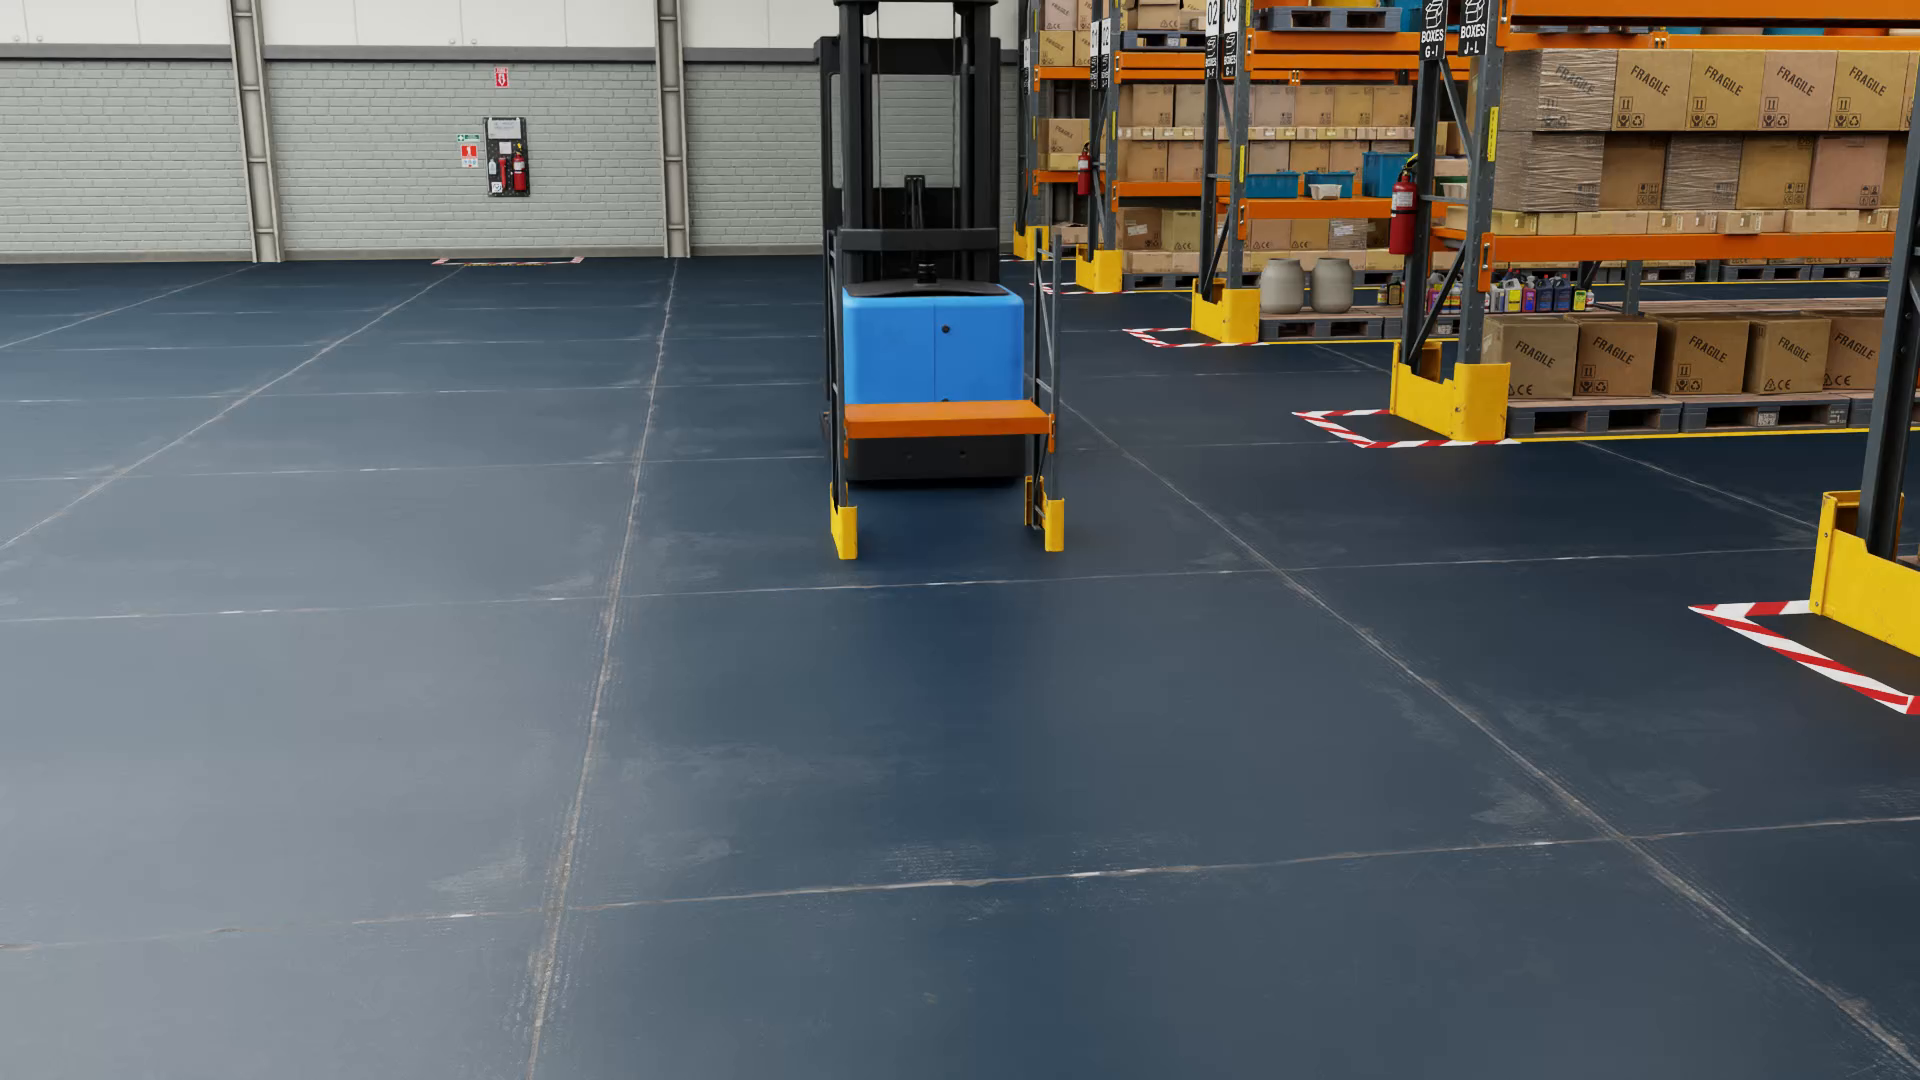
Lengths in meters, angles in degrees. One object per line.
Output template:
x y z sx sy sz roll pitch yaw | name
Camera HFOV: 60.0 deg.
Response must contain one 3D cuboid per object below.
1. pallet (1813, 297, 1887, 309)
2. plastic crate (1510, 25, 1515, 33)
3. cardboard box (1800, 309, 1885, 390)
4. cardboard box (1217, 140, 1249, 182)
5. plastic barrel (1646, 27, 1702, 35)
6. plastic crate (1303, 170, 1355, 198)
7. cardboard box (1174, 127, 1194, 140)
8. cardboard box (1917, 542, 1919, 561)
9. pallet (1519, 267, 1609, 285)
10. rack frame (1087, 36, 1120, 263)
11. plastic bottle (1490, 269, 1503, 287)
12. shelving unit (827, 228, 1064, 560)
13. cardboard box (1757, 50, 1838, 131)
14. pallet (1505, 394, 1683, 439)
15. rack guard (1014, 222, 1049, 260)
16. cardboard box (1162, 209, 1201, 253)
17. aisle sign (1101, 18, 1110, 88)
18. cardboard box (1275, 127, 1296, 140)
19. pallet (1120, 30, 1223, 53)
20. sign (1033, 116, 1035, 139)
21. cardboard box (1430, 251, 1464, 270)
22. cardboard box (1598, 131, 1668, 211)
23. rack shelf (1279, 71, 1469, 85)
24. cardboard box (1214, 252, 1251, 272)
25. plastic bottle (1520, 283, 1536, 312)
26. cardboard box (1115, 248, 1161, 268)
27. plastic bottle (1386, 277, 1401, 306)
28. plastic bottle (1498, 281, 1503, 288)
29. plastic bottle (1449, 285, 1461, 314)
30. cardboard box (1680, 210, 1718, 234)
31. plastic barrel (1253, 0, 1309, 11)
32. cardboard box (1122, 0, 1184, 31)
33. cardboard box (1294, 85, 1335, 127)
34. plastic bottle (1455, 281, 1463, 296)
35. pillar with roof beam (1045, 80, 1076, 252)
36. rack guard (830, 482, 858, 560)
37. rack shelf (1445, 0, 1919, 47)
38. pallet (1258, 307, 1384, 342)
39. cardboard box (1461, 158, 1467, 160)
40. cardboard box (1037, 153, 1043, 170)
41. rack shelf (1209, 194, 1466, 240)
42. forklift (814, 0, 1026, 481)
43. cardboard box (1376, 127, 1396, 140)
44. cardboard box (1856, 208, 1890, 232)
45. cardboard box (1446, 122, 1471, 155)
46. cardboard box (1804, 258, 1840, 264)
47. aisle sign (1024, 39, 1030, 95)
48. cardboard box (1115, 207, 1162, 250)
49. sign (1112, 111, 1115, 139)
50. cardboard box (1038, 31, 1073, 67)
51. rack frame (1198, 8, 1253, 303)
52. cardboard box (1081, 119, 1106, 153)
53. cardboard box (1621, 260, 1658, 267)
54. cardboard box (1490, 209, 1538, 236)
9.629 -2.343 17.130 1.213 0.211 1.003 -2 14 -8 | pallet
4.918 -4.741 15.335 0.396 0.136 0.243 -2 14 -8 | plastic crate
6.216 -1.342 11.681 0.500 0.500 0.500 2 14 10 | cardboard box
3.230 -4.715 20.651 0.500 0.500 0.700 -2 14 -8 | cardboard box
6.916 -5.338 16.144 0.708 0.901 0.600 -2 14 -8 | plastic barrel
3.583 -3.465 16.176 0.408 0.251 0.499 -2 14 -8 | plastic crate
2.683 -4.960 20.296 0.250 0.149 0.380 -2 14 -8 | cardboard box
4.527 -0.250 6.556 0.875 0.875 0.875 -2 14 -8 | cardboard box
7.643 -3.490 21.702 1.213 0.211 1.003 -2 14 -8 | pallet
1.756 -4.616 20.461 0.127 3.000 1.000 -2 14 -8 | rack frame
5.399 -2.562 16.811 0.185 0.351 0.144 -3 14 -11 | plastic bottle
-0.075 -0.725 8.028 1.083 1.500 0.587 -2 14 -8 | shelving unit
5.295 -2.920 10.825 0.500 0.500 0.500 -2 14 -8 | cardboard box
4.111 -0.904 11.393 1.213 0.211 1.003 -2 14 -8 | pallet
1.089 -4.598 25.527 0.348 0.500 1.175 -2 14 -8 | rack guard
2.813 -3.834 20.592 0.500 0.500 0.500 -2 14 -8 | cardboard box
1.736 -5.801 19.842 0.004 0.787 0.394 -2 14 -8 | aisle sign
3.956 -5.007 20.480 0.250 0.149 0.380 -2 14 -6 | cardboard box
2.459 -6.047 20.185 1.213 0.211 1.003 -2 14 -8 | pallet
1.095 -6.097 24.586 0.005 0.325 0.100 -2 14 -8 | sign
6.147 -3.586 21.143 0.500 0.250 0.500 -2 14 -10 | cardboard box
4.252 -2.486 11.151 0.500 0.500 0.875 -2 14 -8 | cardboard box
6.947 -7.131 25.802 4.000 0.370 1.077 -2 14 -8 | rack shelf
3.307 -3.489 20.757 0.500 0.250 0.500 -2 14 -8 | cardboard box
5.507 -2.350 16.104 0.133 0.283 0.061 -1 14 -5 | plastic bottle
2.242 -3.576 21.106 0.500 0.250 0.500 -2 14 -8 | cardboard box
4.353 -2.501 16.707 0.133 0.283 0.061 -2 14 -7 | plastic bottle
5.301 -2.378 16.216 0.133 0.283 0.061 -2 14 -8 | plastic bottle
4.767 -2.321 16.015 0.097 0.271 0.097 0 14 0 | plastic bottle
4.780 -2.111 10.989 0.250 0.149 0.380 -2 14 -8 | cardboard box
2.951 -5.339 15.434 0.708 0.830 0.600 -2 14 -8 | plastic barrel
2.324 -6.412 20.095 0.637 0.503 0.797 -1 14 -4 | cardboard box
4.278 -5.385 20.653 0.500 0.500 0.700 -2 14 -8 | cardboard box
5.025 -2.475 16.620 0.135 0.276 0.152 -2 14 -8 | plastic bottle
2.219 -7.915 21.284 0.400 9.000 9.100 -2 14 -8 | pillar with roof beam
-0.568 -0.100 8.108 0.087 0.250 0.587 -2 14 -8 | rack guard
5.205 -3.411 10.971 4.000 0.370 1.077 -2 14 -8 | rack shelf
3.362 -2.114 16.217 1.213 0.211 1.003 -2 14 -8 | pallet
6.553 -4.772 21.359 0.258 0.266 0.396 -2 14 -10 | cardboard box
1.447 -5.808 25.481 0.500 0.250 0.500 -2 14 -7 | cardboard box
4.467 -3.148 16.086 4.000 0.370 1.077 -2 14 -8 | rack shelf
-0.331 -2.061 10.413 1.130 2.935 3.031 -2 14 -7 | forklift
5.229 -5.054 20.670 0.250 0.149 0.380 -2 14 -9 | cardboard box
6.012 -2.163 11.197 0.250 0.149 0.380 -2 14 -8 | cardboard box
7.913 -6.313 26.118 0.500 0.500 0.700 -3 14 -14 | cardboard box
11.173 -3.892 21.808 0.500 0.500 0.500 -2 14 -9 | cardboard box
0.987 -6.994 24.598 0.004 0.787 0.394 -2 14 -8 | aisle sign
2.242 -3.941 21.016 0.500 0.500 0.500 -2 14 -8 | cardboard box
1.832 -4.941 19.813 0.005 0.325 0.100 -2 14 -8 | sign
1.382 -7.273 24.641 0.500 0.500 0.500 -2 14 -7 | cardboard box
2.490 -3.424 15.710 0.127 3.000 1.000 -2 14 -8 | rack frame
2.021 -6.069 24.979 0.500 0.500 0.500 -2 14 -8 | cardboard box
8.673 -3.679 21.513 0.500 0.250 0.500 -2 14 -9 | cardboard box
3.545 -2.064 10.802 0.250 0.149 0.380 -2 14 -8 | cardboard box
